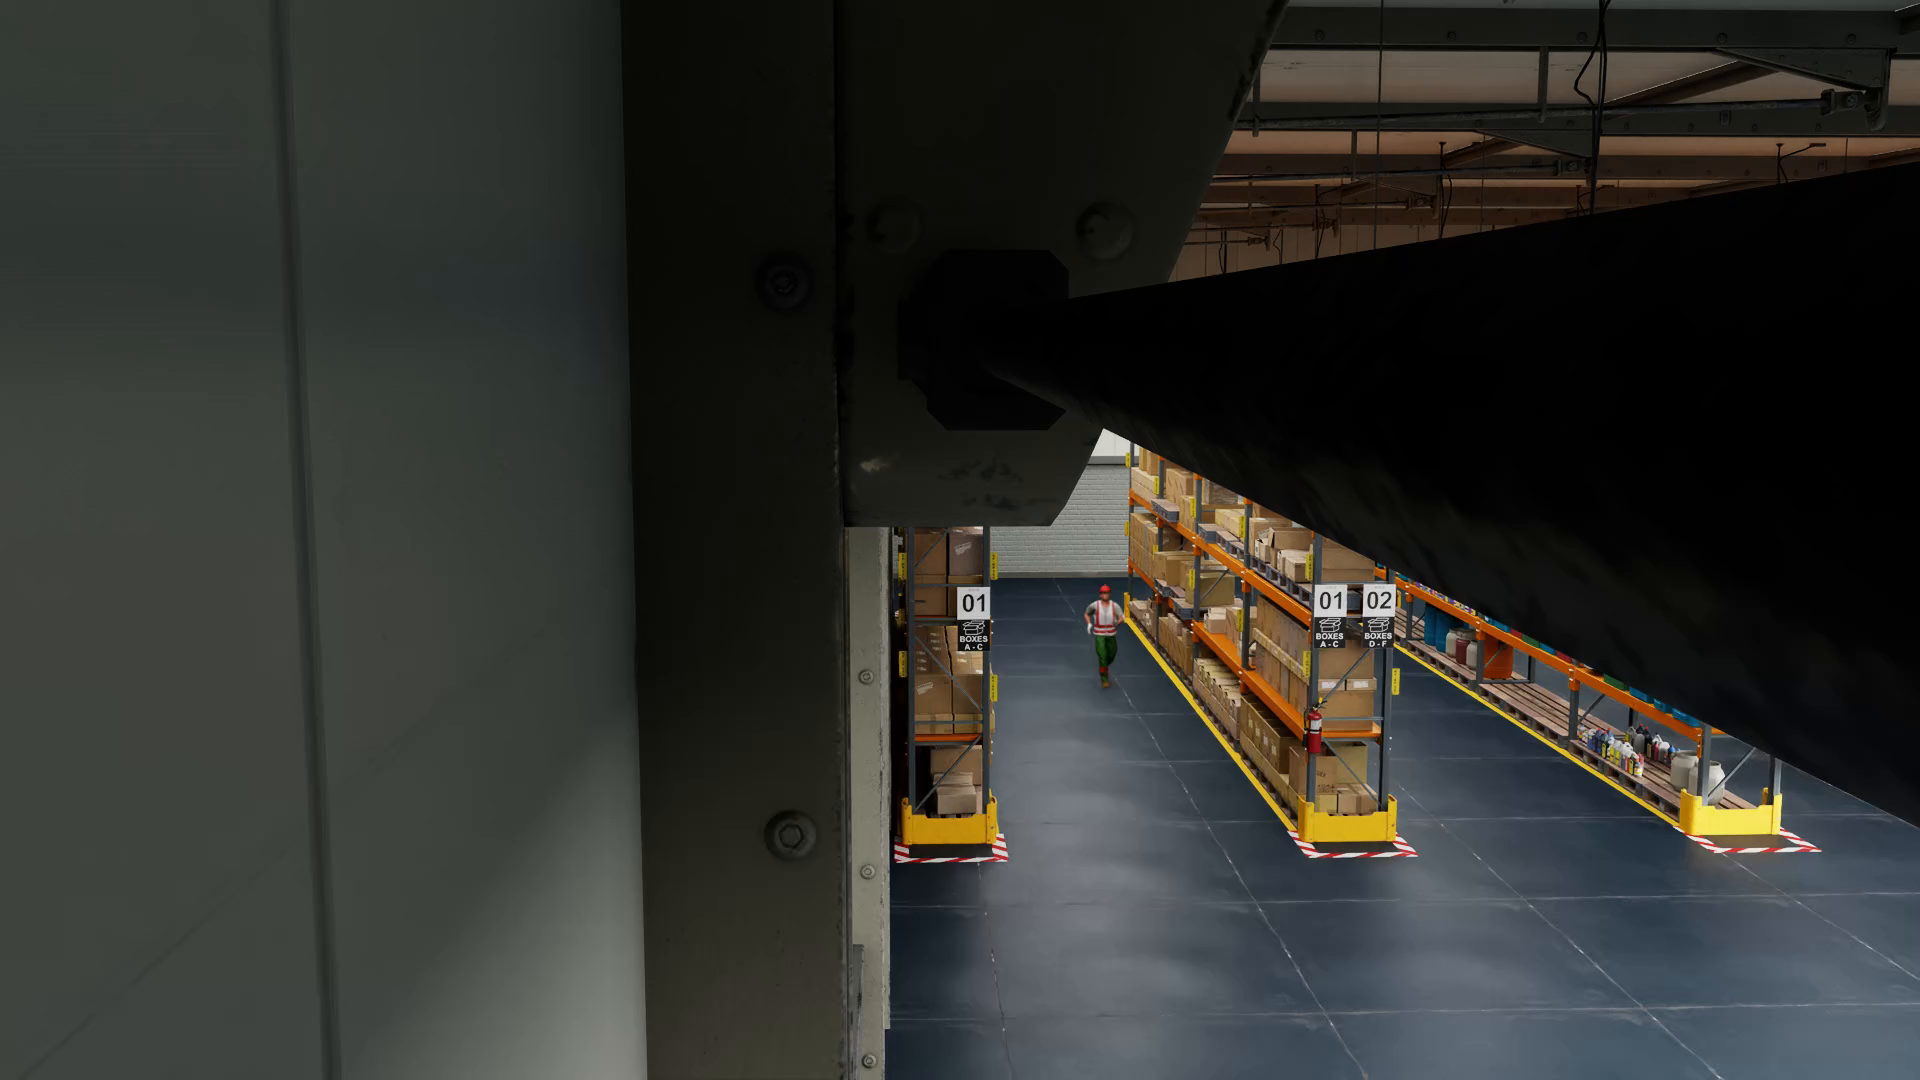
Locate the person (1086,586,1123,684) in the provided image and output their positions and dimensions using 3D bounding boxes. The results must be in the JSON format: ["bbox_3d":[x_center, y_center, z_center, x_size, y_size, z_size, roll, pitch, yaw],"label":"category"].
[{"bbox_3d":[2.561,1.648,29.441,0.629,1.711,0.777,-1,7,-6],"label":"person"}]
